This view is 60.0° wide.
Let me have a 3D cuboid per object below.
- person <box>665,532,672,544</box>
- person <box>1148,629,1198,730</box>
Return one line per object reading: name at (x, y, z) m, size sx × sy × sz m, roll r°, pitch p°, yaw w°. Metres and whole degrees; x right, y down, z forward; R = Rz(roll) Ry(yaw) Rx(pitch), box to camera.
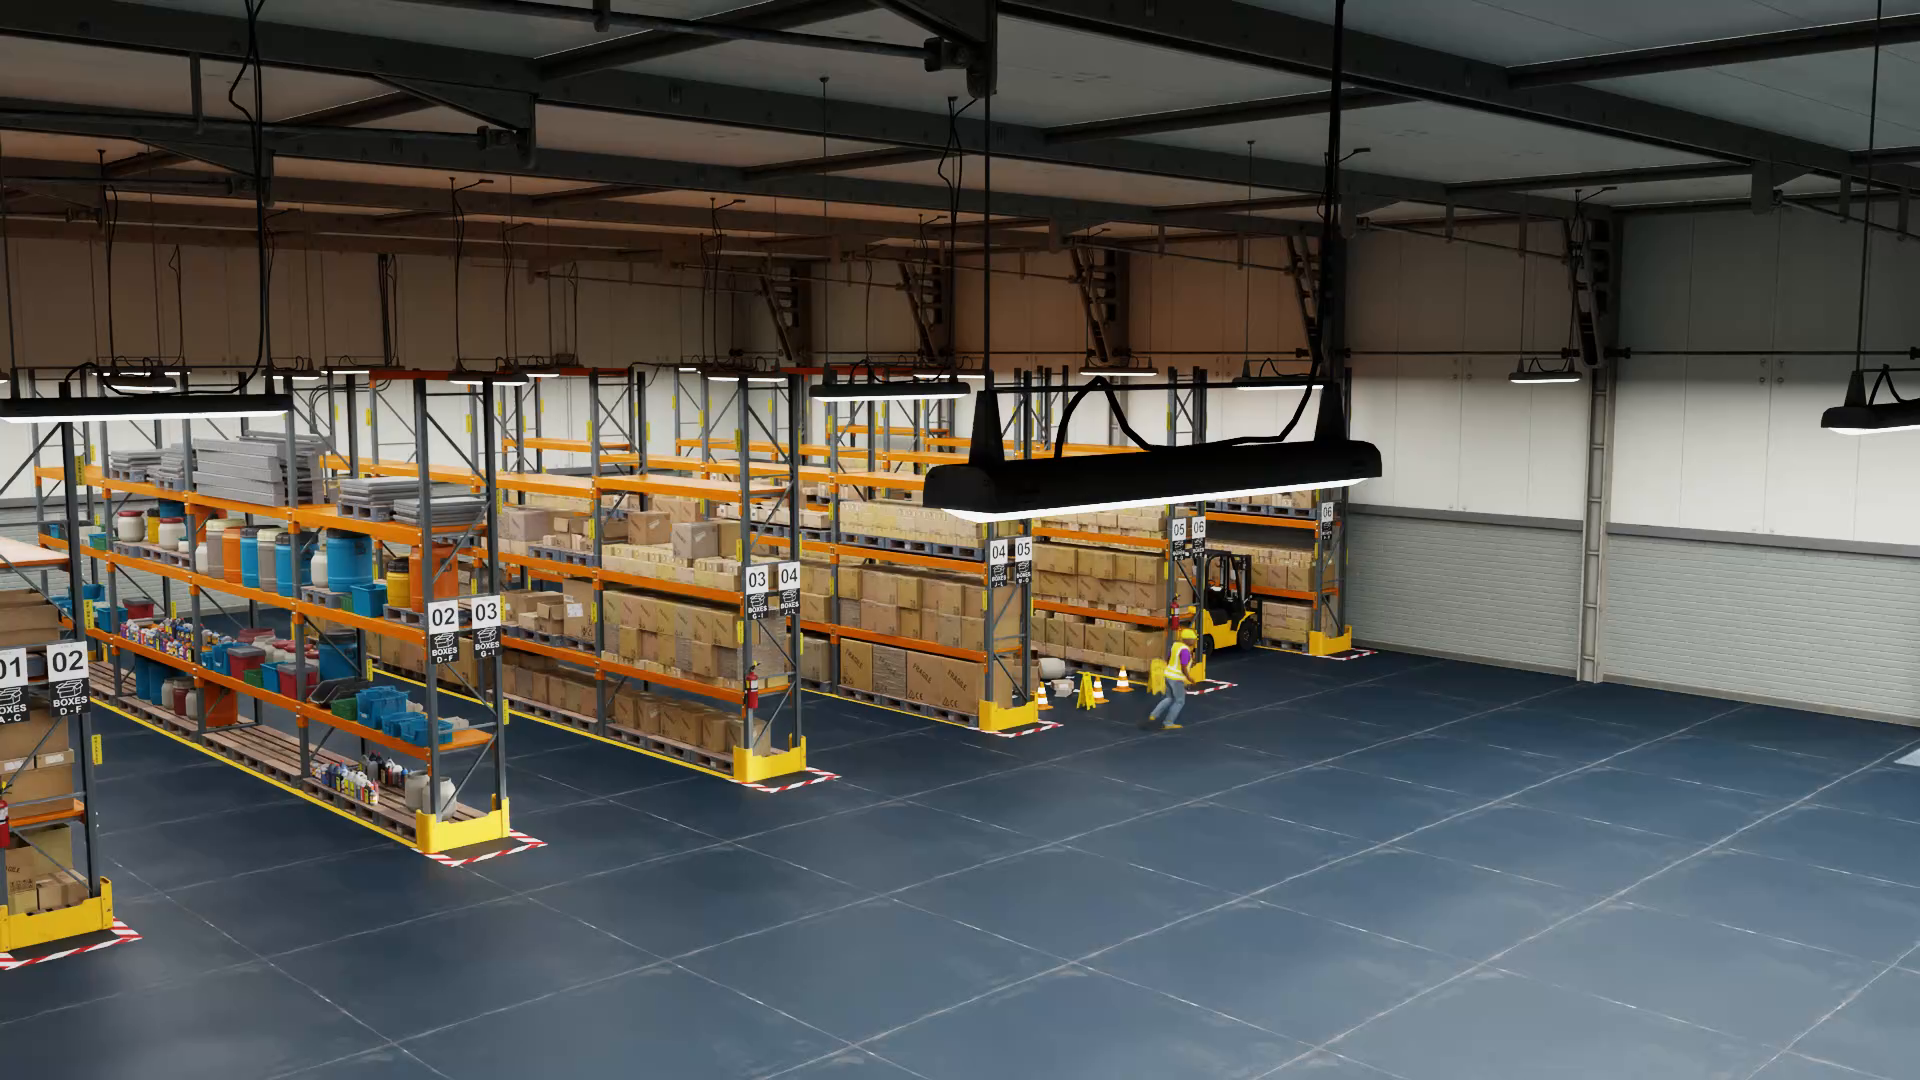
person at (-8.092, 0.159, 46.554) m, size 0.720 × 1.768 × 1.066 m, roll 3°, pitch 7°, yaw 27°
person at (3.591, 2.343, 27.946) m, size 0.786 × 1.695 × 0.671 m, roll -2°, pitch 7°, yaw -15°
